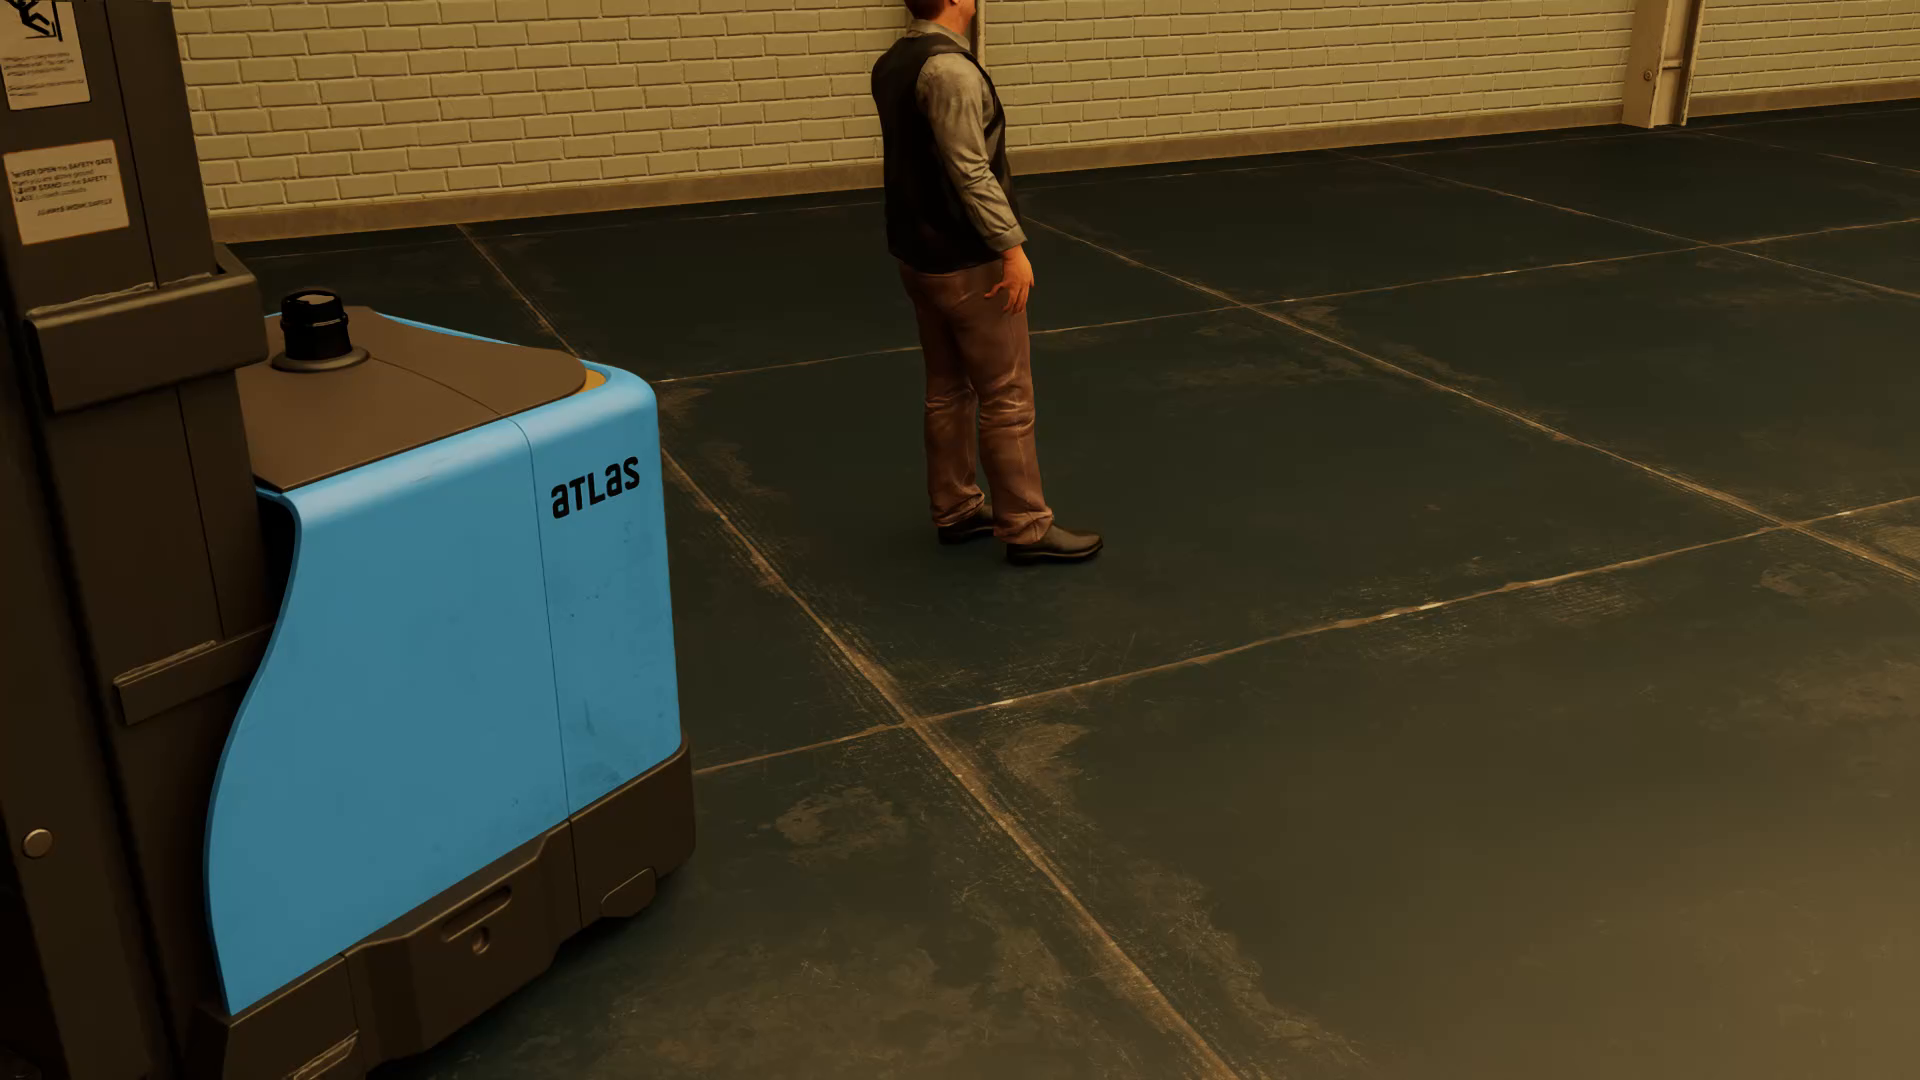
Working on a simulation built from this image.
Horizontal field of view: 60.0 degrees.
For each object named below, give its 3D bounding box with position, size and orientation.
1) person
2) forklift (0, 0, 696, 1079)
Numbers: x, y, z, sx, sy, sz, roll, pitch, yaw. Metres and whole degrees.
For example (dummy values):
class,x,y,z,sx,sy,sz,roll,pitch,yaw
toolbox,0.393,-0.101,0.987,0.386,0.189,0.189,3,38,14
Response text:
class,x,y,z,sx,sy,sz,roll,pitch,yaw
person,0.060,-0.809,4.792,0.566,1.722,0.633,-10,25,-23
forklift,-1.792,-0.305,2.021,1.130,2.935,3.031,15,27,32
